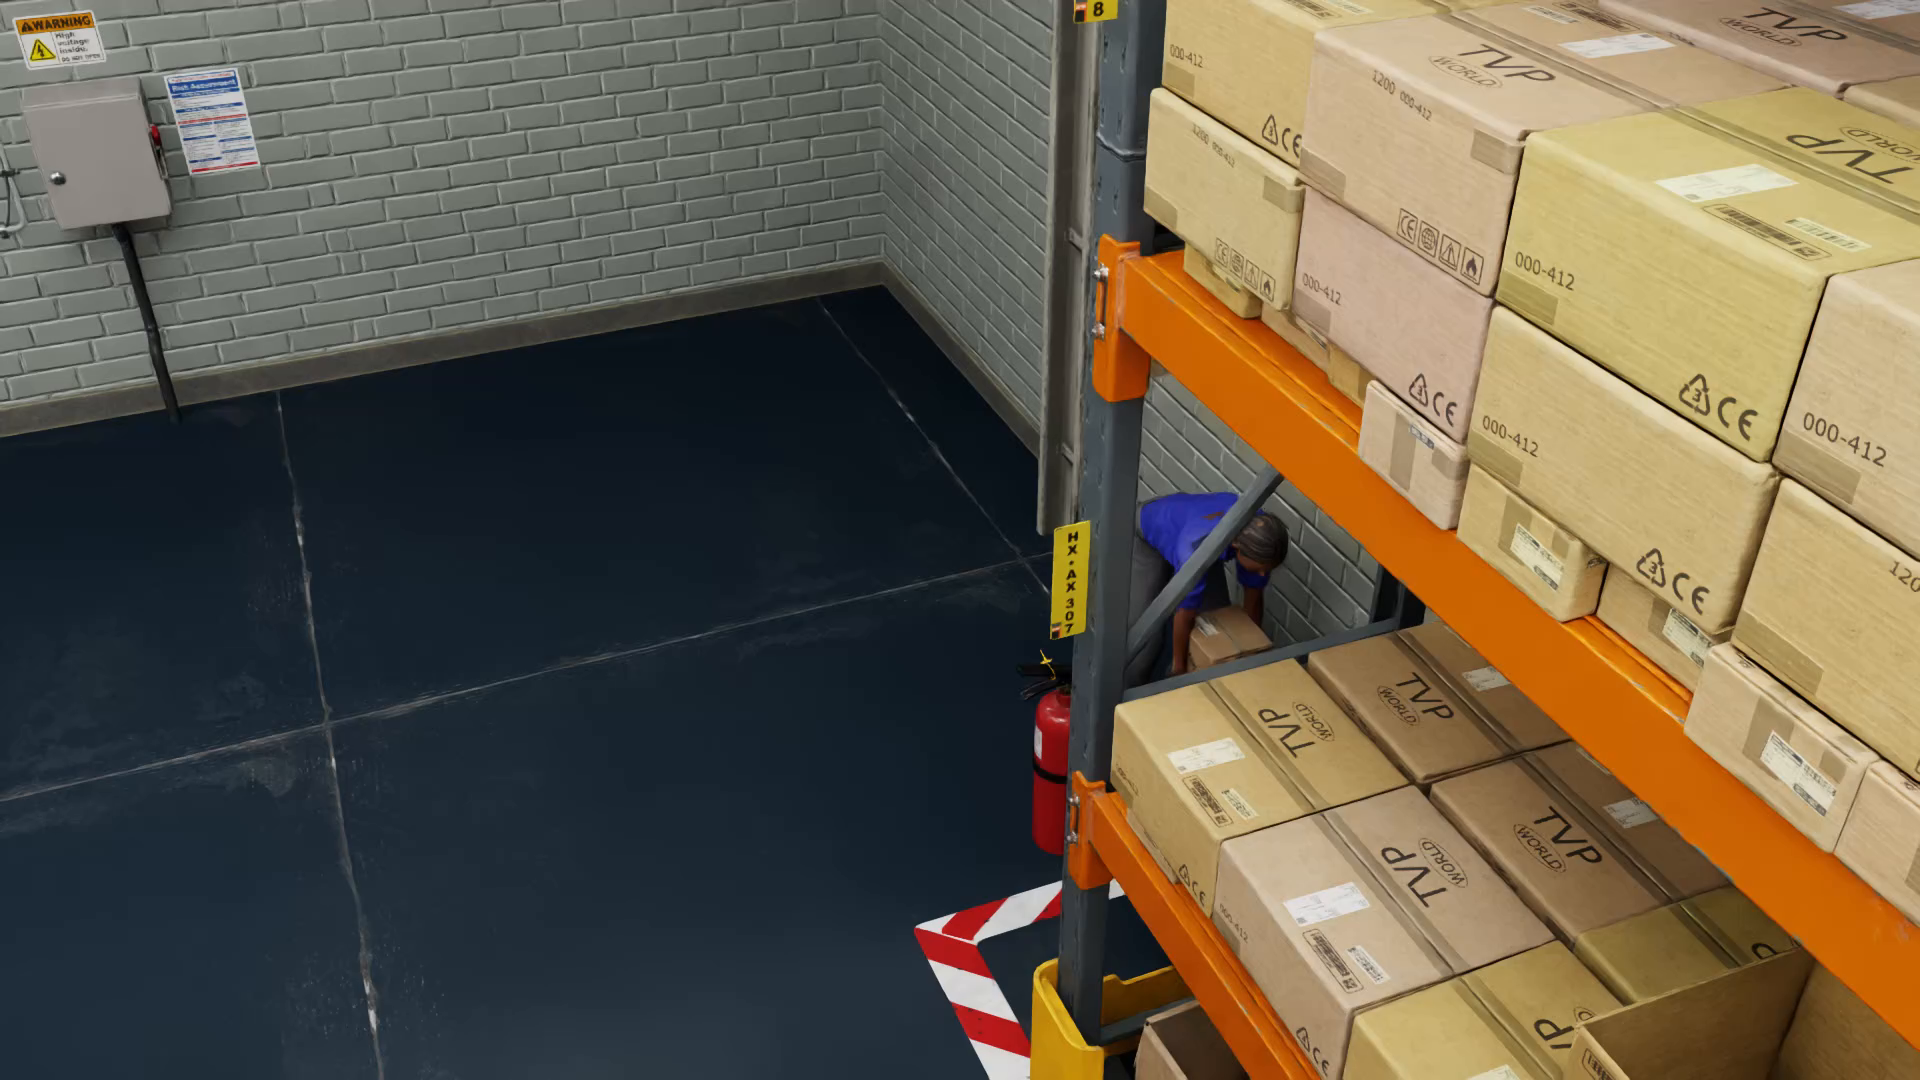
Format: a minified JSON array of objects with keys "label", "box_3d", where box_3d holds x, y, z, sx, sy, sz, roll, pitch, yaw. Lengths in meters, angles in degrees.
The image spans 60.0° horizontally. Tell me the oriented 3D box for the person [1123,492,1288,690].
[{"label":"person","box_3d":[0.876,0.281,6.120,0.431,1.223,0.823,-15,36,-21]}]
